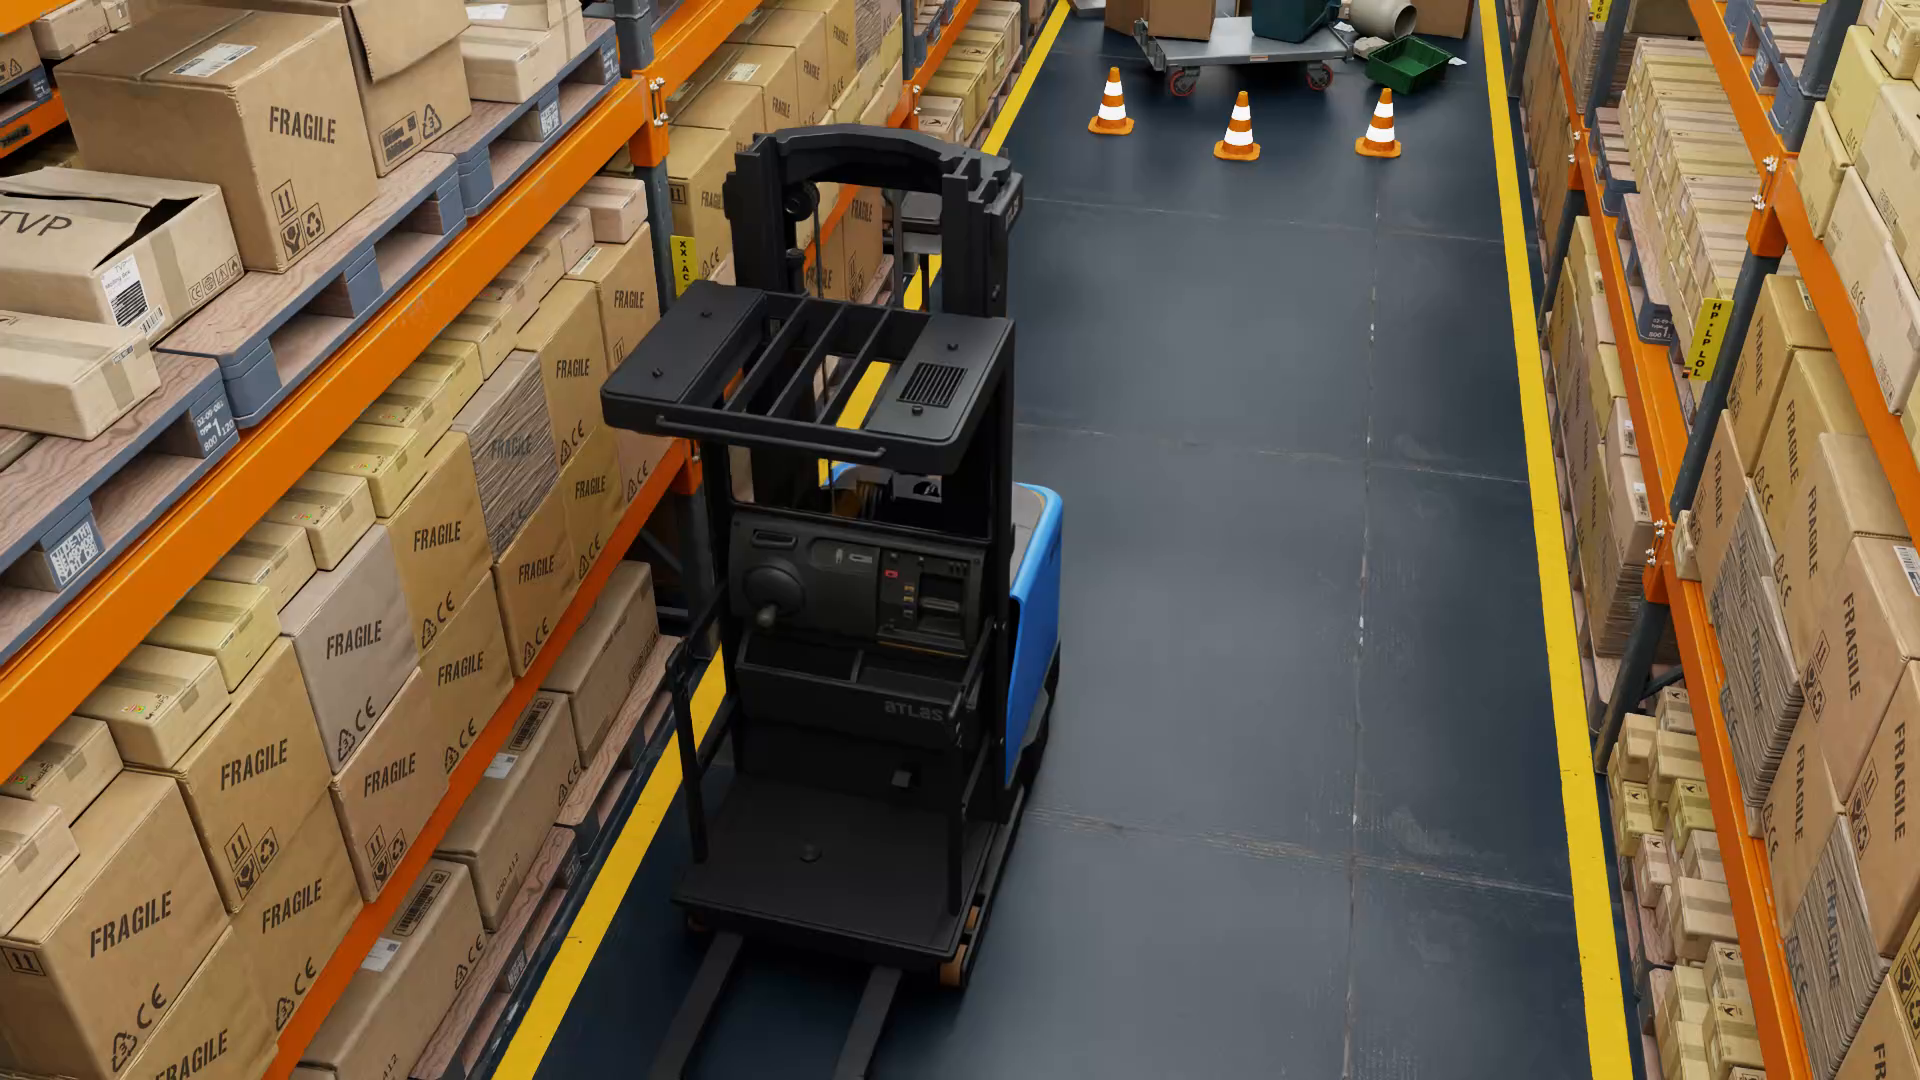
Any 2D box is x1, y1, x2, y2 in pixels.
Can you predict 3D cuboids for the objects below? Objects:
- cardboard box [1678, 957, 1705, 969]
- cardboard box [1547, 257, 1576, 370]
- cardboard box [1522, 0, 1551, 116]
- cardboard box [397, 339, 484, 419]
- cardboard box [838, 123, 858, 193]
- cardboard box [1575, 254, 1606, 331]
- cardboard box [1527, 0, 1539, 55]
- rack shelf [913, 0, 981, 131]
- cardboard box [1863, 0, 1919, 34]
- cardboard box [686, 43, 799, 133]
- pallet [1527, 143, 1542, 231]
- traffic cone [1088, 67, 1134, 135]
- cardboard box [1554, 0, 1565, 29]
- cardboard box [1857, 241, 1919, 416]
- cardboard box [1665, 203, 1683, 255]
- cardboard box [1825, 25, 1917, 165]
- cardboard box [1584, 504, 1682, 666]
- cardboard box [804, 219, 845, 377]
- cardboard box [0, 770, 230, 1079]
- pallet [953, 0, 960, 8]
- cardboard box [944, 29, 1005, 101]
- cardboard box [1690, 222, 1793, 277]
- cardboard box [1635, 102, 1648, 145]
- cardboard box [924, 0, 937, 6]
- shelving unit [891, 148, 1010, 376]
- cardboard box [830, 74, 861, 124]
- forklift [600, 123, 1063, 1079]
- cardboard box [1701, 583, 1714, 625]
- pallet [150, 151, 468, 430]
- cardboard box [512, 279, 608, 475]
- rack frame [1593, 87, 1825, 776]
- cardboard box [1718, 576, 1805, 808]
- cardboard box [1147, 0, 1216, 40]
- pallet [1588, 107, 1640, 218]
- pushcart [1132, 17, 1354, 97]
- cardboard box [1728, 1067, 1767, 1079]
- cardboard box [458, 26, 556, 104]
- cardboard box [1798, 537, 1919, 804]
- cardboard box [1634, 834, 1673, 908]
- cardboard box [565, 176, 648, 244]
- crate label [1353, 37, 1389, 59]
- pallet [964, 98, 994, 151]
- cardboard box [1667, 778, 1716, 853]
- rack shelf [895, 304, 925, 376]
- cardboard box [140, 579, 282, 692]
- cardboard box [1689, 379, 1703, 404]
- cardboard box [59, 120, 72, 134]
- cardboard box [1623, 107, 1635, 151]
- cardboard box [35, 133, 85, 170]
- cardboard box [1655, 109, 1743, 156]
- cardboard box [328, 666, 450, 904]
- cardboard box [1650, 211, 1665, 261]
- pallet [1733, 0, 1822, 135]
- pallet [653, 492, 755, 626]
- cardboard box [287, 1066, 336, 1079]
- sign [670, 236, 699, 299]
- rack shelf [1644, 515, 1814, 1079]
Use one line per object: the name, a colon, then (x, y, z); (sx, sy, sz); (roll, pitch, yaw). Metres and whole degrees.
cardboard box: (2.710, 1.460, 5.767); (0.380, 0.149, 0.250); (9, 37, 12)
cardboard box: (3.679, -1.258, 9.473); (0.500, 0.500, 0.500); (6, 36, 8)
cardboard box: (4.889, -3.659, 12.572); (1.050, 0.750, 0.750); (7, 37, 10)
cardboard box: (-1.722, -0.510, 5.178); (0.380, 0.149, 0.250); (7, 36, 9)
cardboard box: (-0.849, -2.072, 8.951); (0.500, 0.250, 0.500); (7, 37, 9)
cardboard box: (3.587, -1.280, 8.863); (0.500, 0.250, 0.500); (7, 37, 9)
cardboard box: (5.136, -4.429, 13.528); (0.875, 0.875, 0.875); (8, 37, 11)
rack shelf: (-0.351, -3.892, 11.947); (1.077, 0.370, 4.000); (7, 37, 10)
cardboard box: (2.926, -1.562, 4.925); (0.380, 0.149, 0.250); (7, 36, 9)
cardboard box: (-1.066, -1.987, 7.769); (0.500, 0.500, 0.500); (6, 36, 9)
pallet: (4.584, -2.485, 11.769); (1.003, 0.211, 1.213); (7, 37, 10)
traffic cone: (1.179, -3.416, 12.839); (0.336, 0.463, 0.334); (7, 37, 10)
cardboard box: (4.233, -3.673, 10.947); (0.500, 0.500, 0.500); (8, 37, 11)
cardboard box: (2.640, -0.518, 4.251); (0.500, 0.250, 0.500); (9, 37, 12)
cardboard box: (3.395, -1.379, 7.469); (0.380, 0.149, 0.250); (7, 37, 10)
cardboard box: (2.888, -1.291, 4.892); (0.500, 0.250, 0.500); (8, 37, 11)
cardboard box: (3.137, 0.205, 7.453); (0.500, 0.500, 0.500); (7, 36, 9)
cardboard box: (-1.201, -1.450, 9.417); (0.875, 0.875, 0.875); (8, 37, 11)
cardboard box: (-2.106, 0.865, 3.833); (0.500, 0.500, 0.500); (7, 36, 9)
pallet: (-0.395, -4.099, 11.783); (1.003, 0.211, 1.213); (7, 37, 10)
cardboard box: (-0.183, -3.722, 12.981); (0.950, 0.372, 0.625); (10, 37, 13)
cardboard box: (3.290, -1.197, 6.965); (0.380, 0.149, 0.250); (7, 37, 10)
cardboard box: (3.670, -2.102, 8.467); (0.380, 0.149, 0.250); (6, 36, 9)
cardboard box: (-0.330, -3.577, 10.756); (0.380, 0.149, 0.250); (5, 36, 7)
shelving unit: (-0.035, -0.755, 7.773); (0.431, 2.100, 0.503); (7, 37, 10)
cardboard box: (-0.829, -2.278, 8.809); (0.500, 0.250, 0.500); (6, 36, 9)
forklift: (-0.427, 0.226, 5.711); (1.130, 2.935, 3.031); (9, 37, 12)
cardboard box: (2.862, 0.200, 5.903); (0.380, 0.149, 0.250); (8, 37, 11)
pallet: (-2.080, -0.757, 4.528); (1.003, 0.211, 1.213); (7, 37, 10)
cardboard box: (-1.580, -0.594, 5.846); (0.500, 0.500, 0.500); (7, 36, 9)
rack frame: (3.225, -0.181, 6.214); (1.000, 3.000, 0.127); (7, 37, 10)
cardboard box: (2.632, 0.479, 4.964); (0.500, 0.500, 0.500); (7, 36, 9)
cardboard box: (1.822, -4.418, 13.545); (0.500, 0.500, 0.500); (7, 37, 10)
pallet: (4.031, -1.975, 8.852); (1.213, 0.211, 1.003); (7, 37, 10)
pushcart: (2.314, -4.011, 13.733); (1.648, 0.377, 0.936); (-5, 36, -6)
cardboard box: (2.562, 1.780, 5.072); (0.380, 0.149, 0.250); (6, 36, 8)
cardboard box: (-1.513, -1.509, 5.261); (0.380, 0.149, 0.250); (8, 37, 11)
cardboard box: (2.546, 0.360, 4.277); (0.500, 0.500, 0.500); (6, 36, 8)
cardboard box: (2.774, 1.273, 6.278); (0.380, 0.149, 0.250); (7, 37, 10)
cardboard box: (-1.387, -1.235, 6.178); (0.380, 0.149, 0.250); (7, 36, 9)
crate label: (3.511, -4.192, 14.188); (0.298, 0.136, 0.250); (-17, 39, -22)
pallet: (-0.347, -3.053, 12.552); (1.003, 0.211, 1.213); (7, 37, 10)
cardboard box: (2.826, 1.036, 6.100); (0.380, 0.149, 0.250); (7, 36, 9)
rack shelf: (-0.035, -0.744, 7.781); (0.431, 0.518, 0.480); (7, 37, 10)
cardboard box: (-1.948, 0.226, 4.162); (0.380, 0.149, 0.250); (6, 36, 8)
cardboard box: (3.171, -0.651, 6.718); (0.380, 0.149, 0.250); (8, 37, 10)
cardboard box: (-6.044, -2.817, 11.071); (0.380, 0.149, 0.250); (9, 37, 12)
cardboard box: (3.729, -2.157, 8.797); (0.380, 0.149, 0.250); (9, 37, 12)
cardboard box: (-5.613, -2.457, 10.573); (0.380, 0.149, 0.250); (6, 36, 8)
cardboard box: (3.567, -1.941, 7.992); (0.380, 0.149, 0.250); (9, 37, 12)
cardboard box: (-1.897, 0.687, 4.931); (0.500, 0.500, 0.500); (7, 37, 10)
cardboard box: (3.449, -1.402, 7.755); (0.380, 0.149, 0.250); (6, 36, 8)
pallet: (3.461, -1.660, 5.858); (1.213, 0.211, 1.003); (7, 37, 10)
pallet: (-1.541, -0.066, 8.432); (1.003, 0.211, 1.213); (7, 37, 10)
cardboard box: (-2.443, 2.026, 4.994); (0.875, 0.438, 0.875); (6, 36, 8)
sign: (-1.090, -1.057, 6.618); (0.100, 0.325, 0.005); (7, 37, 10)
rack shelf: (2.798, 1.257, 4.843); (1.077, 0.370, 4.000); (7, 37, 10)
